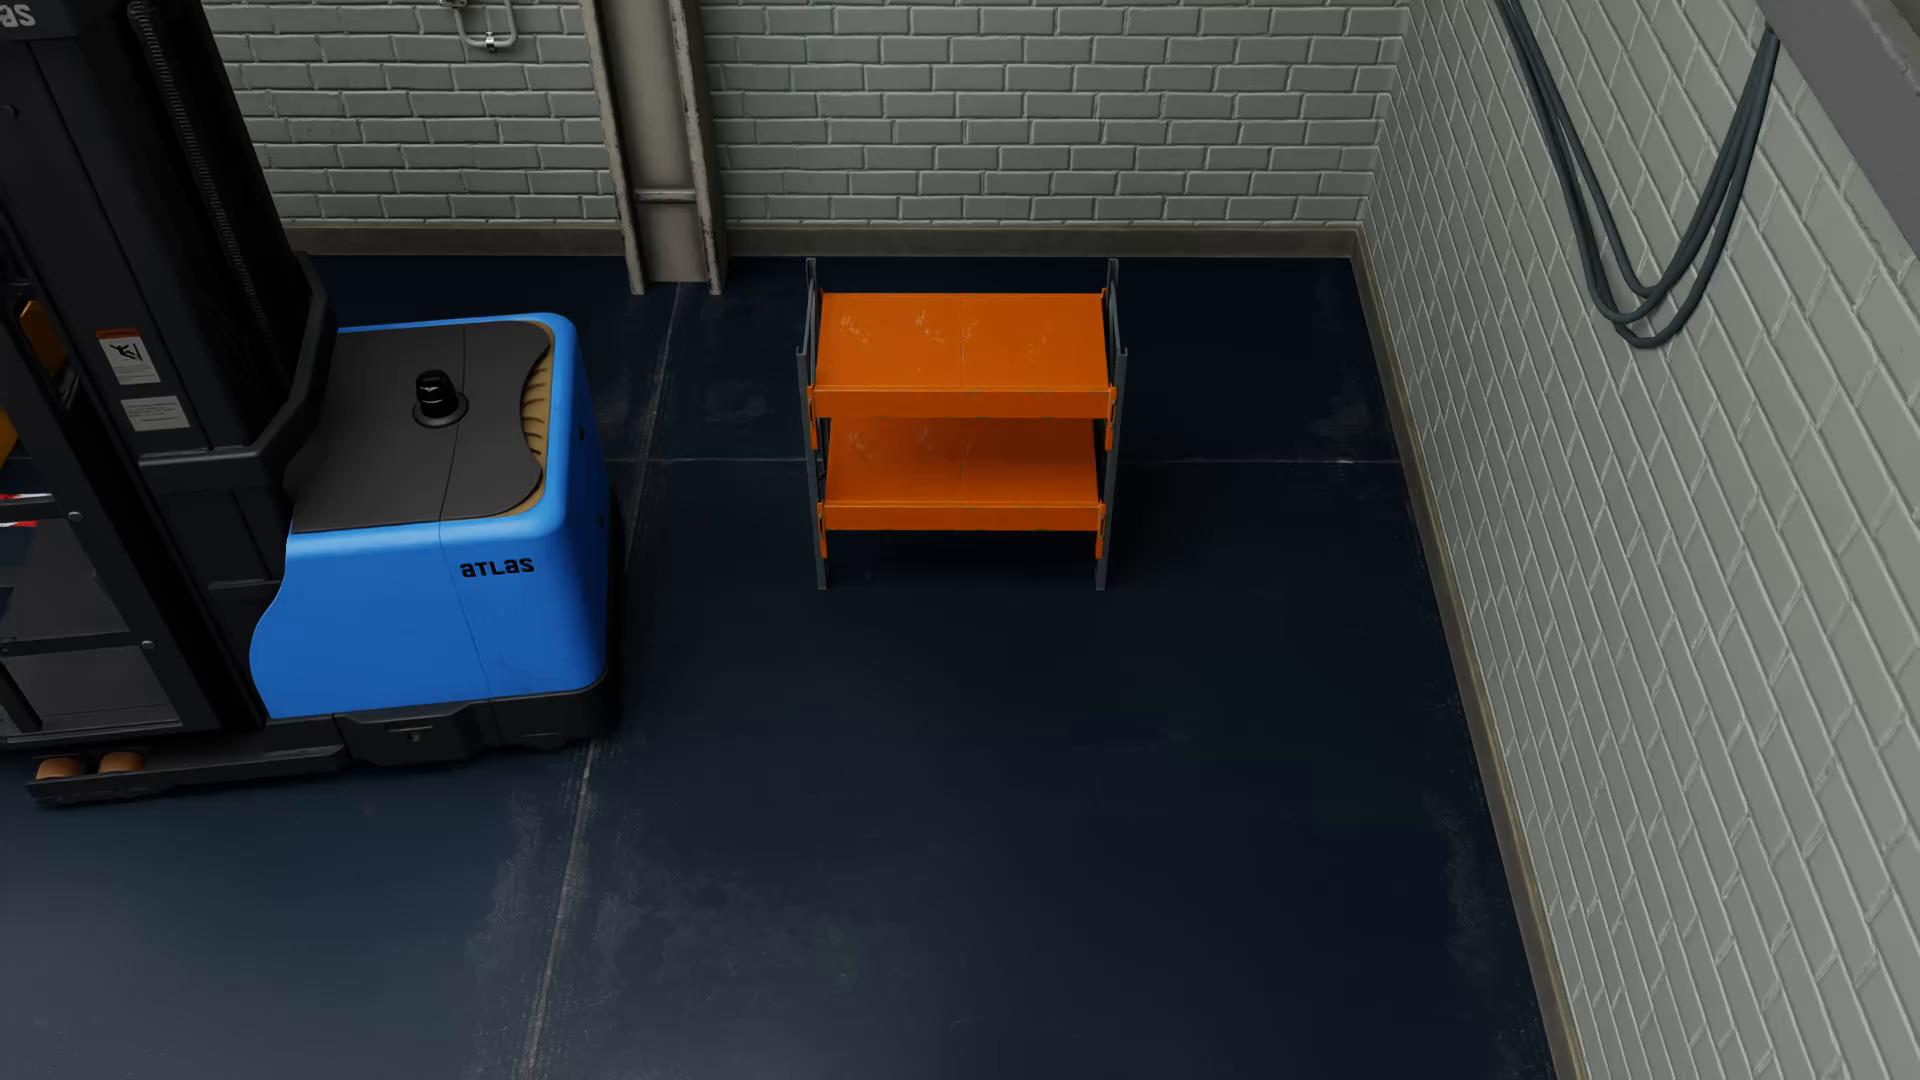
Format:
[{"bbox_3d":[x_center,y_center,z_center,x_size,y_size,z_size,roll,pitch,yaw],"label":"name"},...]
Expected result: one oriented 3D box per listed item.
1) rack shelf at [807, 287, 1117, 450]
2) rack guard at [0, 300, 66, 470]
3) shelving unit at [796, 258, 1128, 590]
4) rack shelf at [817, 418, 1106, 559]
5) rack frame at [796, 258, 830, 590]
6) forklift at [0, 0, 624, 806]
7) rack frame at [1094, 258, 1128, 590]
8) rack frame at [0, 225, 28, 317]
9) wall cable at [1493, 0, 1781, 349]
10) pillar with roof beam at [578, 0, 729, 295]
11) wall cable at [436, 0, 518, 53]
[{"bbox_3d":[0.007,-0.583,5.624,1.000,0.278,0.538,0,47,0],"label":"rack shelf"},{"bbox_3d":[-3.911,-0.727,6.585,0.348,0.500,1.175,0,47,0],"label":"rack guard"},{"bbox_3d":[0.007,-0.383,5.838,1.048,1.125,0.538,0,47,0],"label":"shelving unit"},{"bbox_3d":[0.007,-0.217,6.017,1.000,0.278,0.538,0,47,0],"label":"rack shelf"},{"bbox_3d":[-0.502,-0.385,5.840,0.032,1.125,0.500,0,47,0],"label":"rack frame"},{"bbox_3d":[-2.704,-0.547,4.757,3.031,2.935,1.130,-5,47,-5],"label":"forklift"},{"bbox_3d":[0.515,-0.382,5.837,0.032,1.125,0.500,0,47,0],"label":"rack frame"},{"bbox_3d":[-3.935,-1.579,5.670,0.127,3.000,1.000,0,47,0],"label":"rack frame"},{"bbox_3d":[1.720,-2.288,4.353,0.112,2.526,3.097,0,47,0],"label":"wall cable"},{"bbox_3d":[-1.248,-1.097,1.124,0.400,9.000,9.100,0,47,0],"label":"pillar with roof beam"},{"bbox_3d":[-2.651,-2.614,5.940,1.851,1.984,0.084,0,47,0],"label":"wall cable"}]
